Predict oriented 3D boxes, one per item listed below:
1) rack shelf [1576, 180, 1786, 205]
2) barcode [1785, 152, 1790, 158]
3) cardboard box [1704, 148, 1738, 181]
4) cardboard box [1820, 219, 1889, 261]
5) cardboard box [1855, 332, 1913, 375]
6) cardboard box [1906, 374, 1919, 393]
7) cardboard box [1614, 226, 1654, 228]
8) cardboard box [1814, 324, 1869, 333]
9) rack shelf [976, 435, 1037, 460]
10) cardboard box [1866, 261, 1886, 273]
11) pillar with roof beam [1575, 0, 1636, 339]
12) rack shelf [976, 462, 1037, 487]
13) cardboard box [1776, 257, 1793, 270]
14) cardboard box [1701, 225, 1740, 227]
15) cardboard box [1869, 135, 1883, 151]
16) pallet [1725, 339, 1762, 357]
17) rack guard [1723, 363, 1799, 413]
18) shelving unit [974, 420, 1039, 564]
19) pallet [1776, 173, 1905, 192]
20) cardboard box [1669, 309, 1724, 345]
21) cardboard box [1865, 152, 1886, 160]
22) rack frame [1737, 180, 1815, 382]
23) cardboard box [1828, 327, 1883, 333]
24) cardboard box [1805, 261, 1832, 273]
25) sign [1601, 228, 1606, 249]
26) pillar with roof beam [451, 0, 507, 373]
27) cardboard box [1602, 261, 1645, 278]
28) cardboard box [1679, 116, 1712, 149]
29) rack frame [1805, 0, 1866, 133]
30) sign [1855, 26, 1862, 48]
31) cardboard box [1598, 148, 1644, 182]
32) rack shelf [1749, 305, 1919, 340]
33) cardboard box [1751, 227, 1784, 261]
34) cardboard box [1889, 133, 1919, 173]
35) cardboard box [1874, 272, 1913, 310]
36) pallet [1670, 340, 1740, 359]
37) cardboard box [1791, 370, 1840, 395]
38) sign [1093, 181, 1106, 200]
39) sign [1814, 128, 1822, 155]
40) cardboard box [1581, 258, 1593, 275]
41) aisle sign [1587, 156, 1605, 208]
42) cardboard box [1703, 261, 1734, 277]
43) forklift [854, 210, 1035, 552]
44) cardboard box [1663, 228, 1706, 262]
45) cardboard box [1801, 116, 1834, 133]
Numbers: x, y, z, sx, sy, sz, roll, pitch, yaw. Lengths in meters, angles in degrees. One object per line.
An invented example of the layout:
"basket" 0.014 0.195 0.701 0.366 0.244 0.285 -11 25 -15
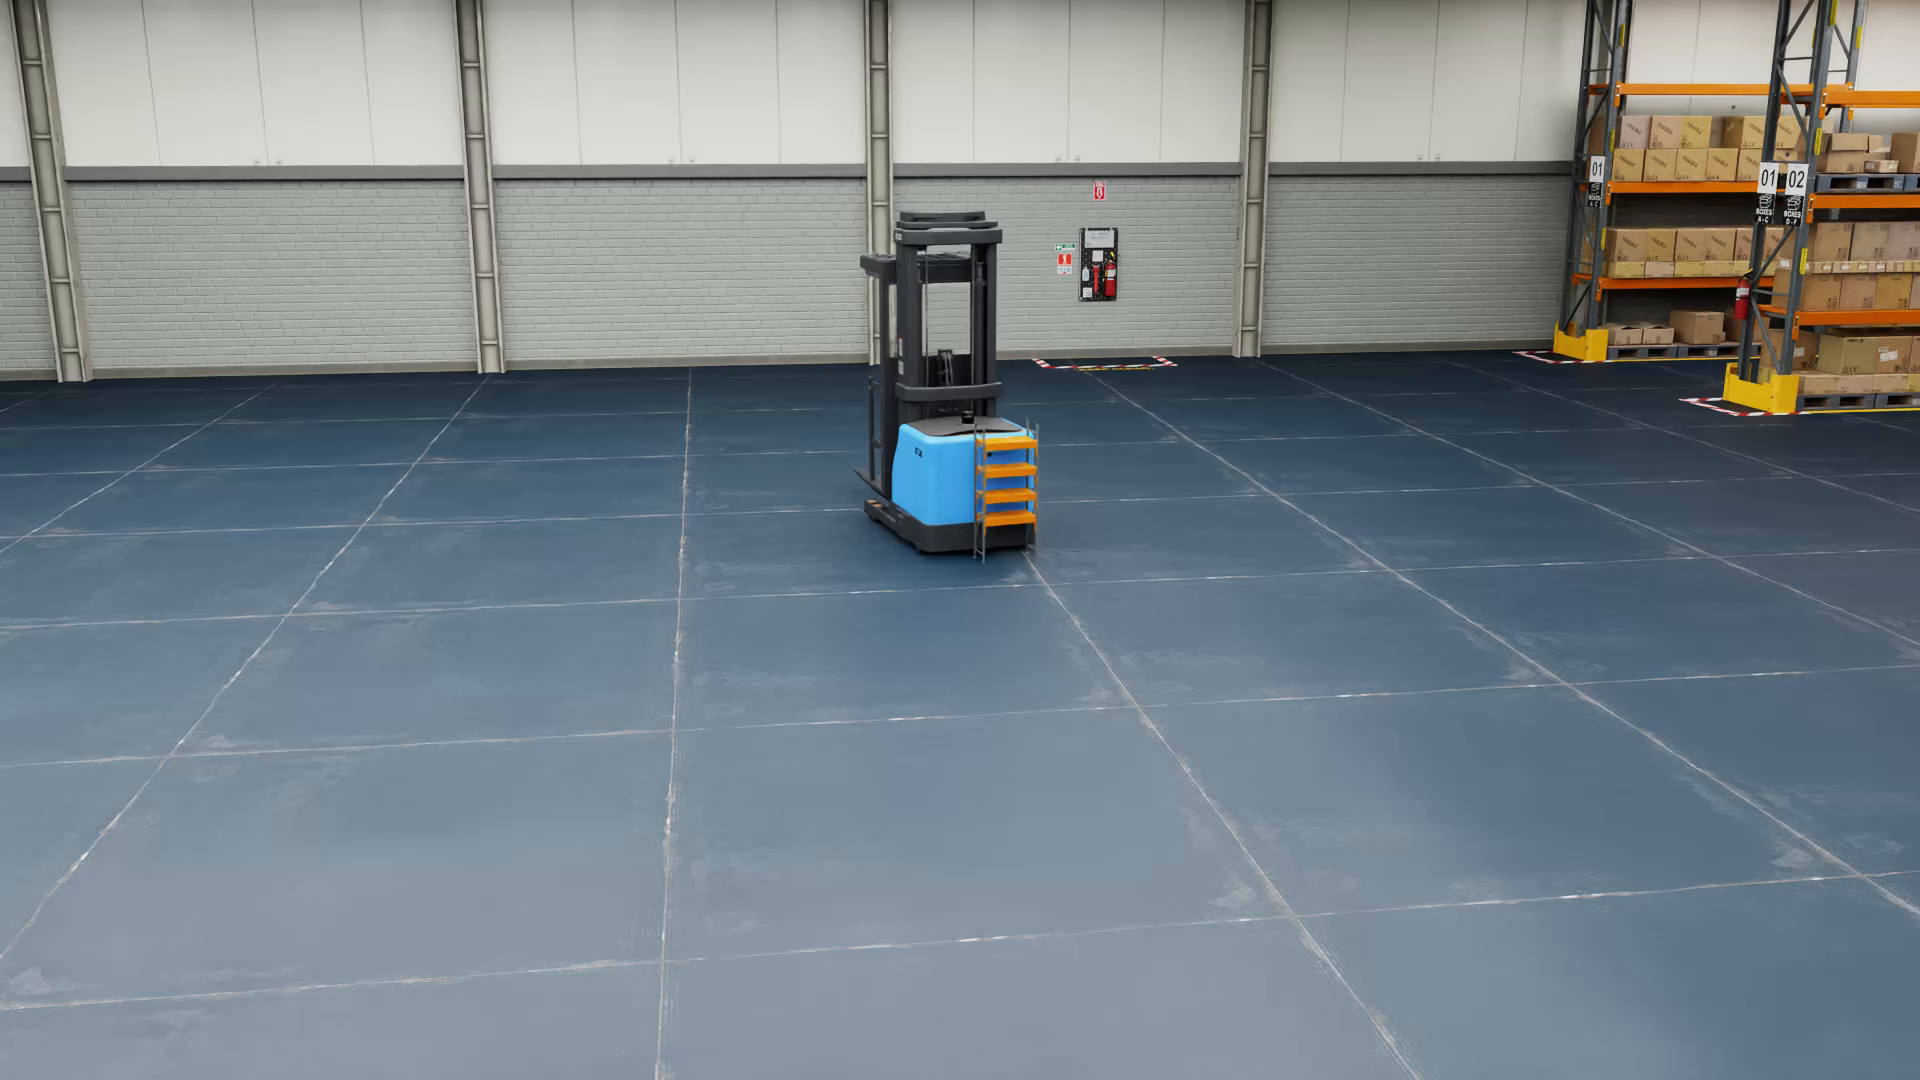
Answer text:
"rack shelf" 12.035 -5.639 26.852 4.000 0.370 1.077 -2 14 -8
"barcode" 11.025 -5.132 22.161 0.075 0.075 0.001 -2 14 -8
"cardboard box" 12.001 -5.981 26.490 0.500 0.500 0.500 -1 14 -5
"cardboard box" 11.834 -3.983 22.064 0.500 0.500 0.700 -2 14 -10
"cardboard box" 12.349 -2.508 22.305 0.500 0.500 0.500 -2 14 -8
"cardboard box" 12.846 -2.159 22.453 0.500 0.250 0.500 -2 14 -8
"cardboard box" 10.991 -4.845 27.100 0.500 0.500 0.500 -2 14 -8
"cardboard box" 14.738 -3.637 27.791 0.500 0.500 0.700 -2 14 -6
"rack shelf" 0.398 -0.800 14.332 0.480 0.148 0.258 -5 15 -19
"cardboard box" 11.976 -3.622 21.959 0.250 0.149 0.380 -2 14 -9
"pillar with roof beam" 11.262 -6.568 22.913 0.400 9.000 9.100 -2 14 -8
"rack shelf" 0.398 -0.571 14.389 0.480 0.148 0.258 -5 15 -19
"cardboard box" 11.148 -3.692 22.237 0.250 0.149 0.380 -2 14 -9
"cardboard box" 12.511 -4.905 27.338 0.500 0.500 0.500 -2 14 -7
"cardboard box" 14.565 -6.313 26.993 0.500 0.500 0.500 0 14 0
"pallet" 13.354 -3.220 27.627 1.213 0.211 1.003 -2 14 -8
"rack guard" 10.775 -2.056 22.390 0.348 0.500 1.175 -2 14 -8
"shelving unit" 0.398 -0.419 14.427 0.503 1.200 0.258 -5 15 -19
"pallet" 11.502 -4.700 21.813 1.213 0.211 1.003 -2 14 -8
"cardboard box" 12.051 -3.500 27.245 0.500 0.500 0.700 -3 14 -12
"cardboard box" 11.898 -5.028 22.094 0.500 0.250 0.500 -2 14 -8
"rack frame" 10.799 -3.269 22.090 0.127 3.000 1.000 -2 14 -8
"cardboard box" 12.272 -2.633 22.803 0.500 0.500 0.500 -2 14 -8
"cardboard box" 11.219 -3.594 21.849 0.250 0.149 0.380 -2 14 -9
"sign" 10.138 -4.750 26.215 0.005 0.325 0.100 -2 14 -8
"pillar with roof beam" -6.537 -5.916 20.311 0.400 9.000 9.100 -2 14 -8
"cardboard box" 10.587 -4.339 26.622 0.500 0.250 0.500 -3 14 -10
"cardboard box" 11.483 -6.441 26.271 0.500 0.500 0.500 -2 14 -7
"rack frame" 14.013 -7.515 26.689 0.127 3.000 1.000 -2 14 -8
"sign" 14.075 -7.875 26.042 0.005 0.325 0.100 -2 14 -8
"cardboard box" 10.425 -5.925 26.270 0.500 0.500 0.500 -2 14 -7
"rack shelf" 12.777 -2.992 22.466 4.000 0.370 1.077 -2 14 -8
"cardboard box" 13.099 -4.795 26.901 0.500 0.500 0.500 -2 14 -9
"cardboard box" 12.482 -5.038 21.622 0.500 0.500 0.500 -2 14 -8
"cardboard box" 12.273 -3.368 22.280 0.500 0.500 0.700 -2 14 -8
"pallet" 12.145 -3.175 27.447 1.213 0.211 1.003 -2 14 -8
"cardboard box" 11.362 -2.105 22.237 0.500 0.250 0.500 -2 14 -8
"sign" 2.215 -5.544 26.396 0.199 0.298 0.001 -2 14 -8
"sign" 10.876 -5.052 21.076 0.005 0.325 0.100 -2 14 -8
"cardboard box" 10.491 -4.461 27.110 0.500 0.250 0.500 -2 14 -7
"aisle sign" 10.031 -5.646 26.226 0.004 0.787 0.394 -2 14 -8
"cardboard box" 12.103 -4.396 26.850 0.500 0.250 0.500 -2 14 -8
"forklift" -0.292 -1.628 15.688 1.130 2.935 3.031 -5 15 -18
"cardboard box" 11.576 -4.739 26.676 0.500 0.500 0.500 -3 14 -10
"cardboard box" 13.558 -6.520 26.585 0.500 0.500 0.500 -3 14 -13
